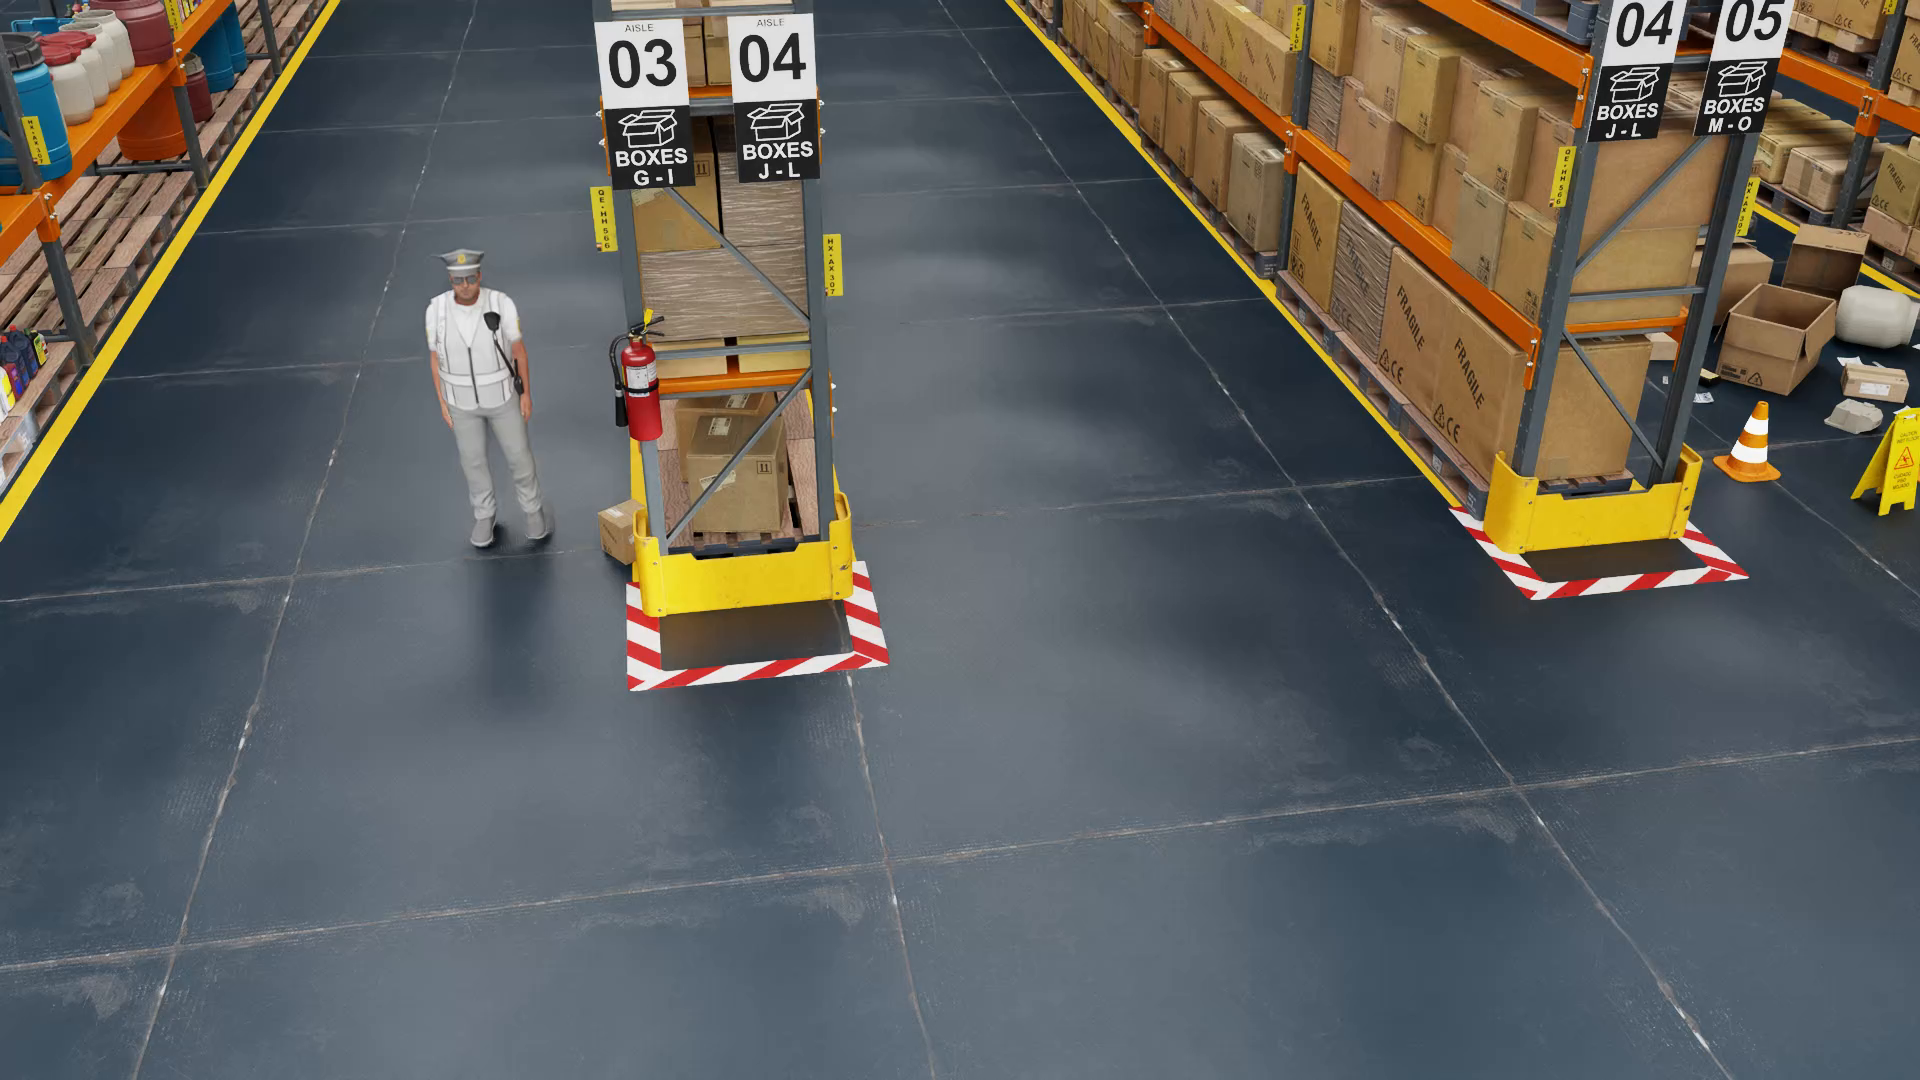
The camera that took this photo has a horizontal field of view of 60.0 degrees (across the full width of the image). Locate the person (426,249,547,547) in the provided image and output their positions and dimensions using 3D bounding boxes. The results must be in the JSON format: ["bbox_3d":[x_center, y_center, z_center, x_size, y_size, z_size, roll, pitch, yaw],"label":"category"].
[{"bbox_3d":[-2.721,-0.811,9.508,0.533,1.791,0.393,-5,31,-8],"label":"person"}]
